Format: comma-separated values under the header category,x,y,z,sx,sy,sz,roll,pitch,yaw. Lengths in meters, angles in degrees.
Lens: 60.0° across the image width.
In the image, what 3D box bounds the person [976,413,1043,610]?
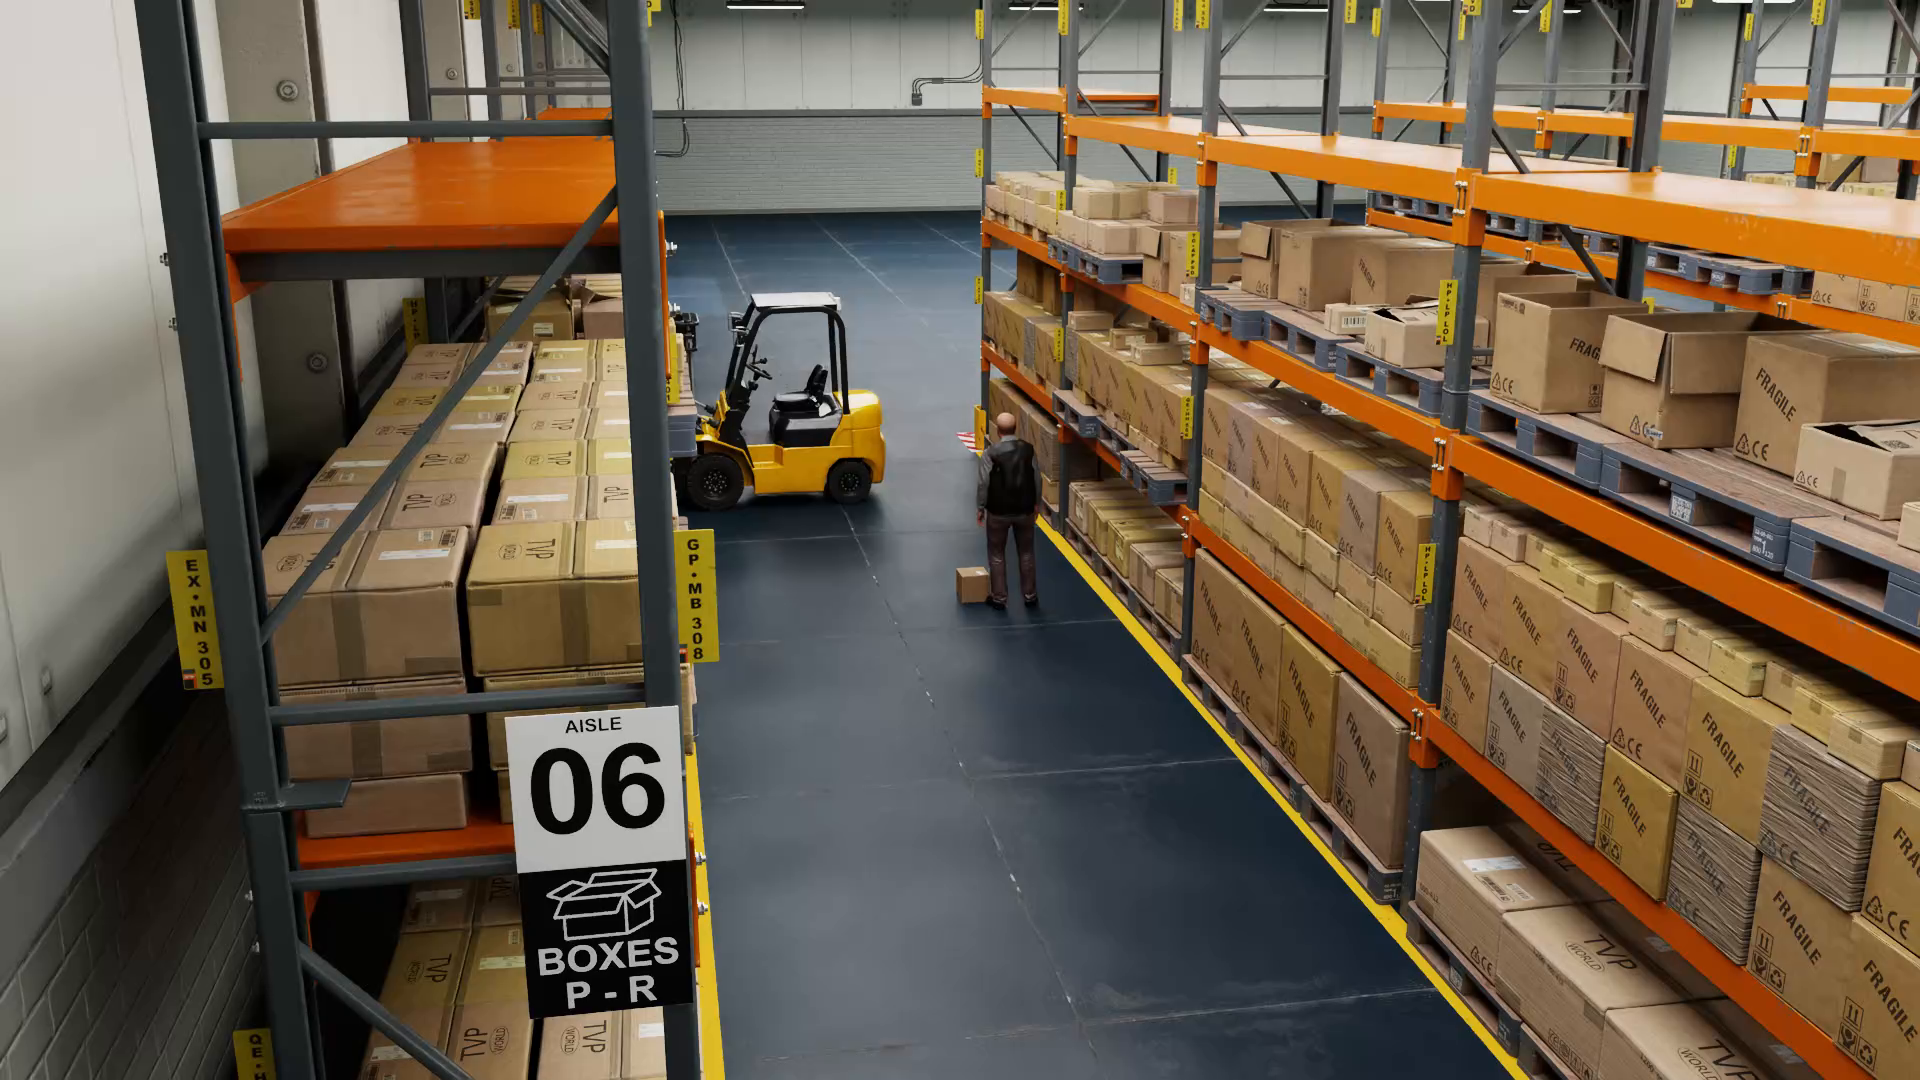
category,x,y,z,sx,sy,sz,roll,pitch,yaw
person,0.433,-0.244,14.415,0.594,1.722,0.412,-4,17,-13
